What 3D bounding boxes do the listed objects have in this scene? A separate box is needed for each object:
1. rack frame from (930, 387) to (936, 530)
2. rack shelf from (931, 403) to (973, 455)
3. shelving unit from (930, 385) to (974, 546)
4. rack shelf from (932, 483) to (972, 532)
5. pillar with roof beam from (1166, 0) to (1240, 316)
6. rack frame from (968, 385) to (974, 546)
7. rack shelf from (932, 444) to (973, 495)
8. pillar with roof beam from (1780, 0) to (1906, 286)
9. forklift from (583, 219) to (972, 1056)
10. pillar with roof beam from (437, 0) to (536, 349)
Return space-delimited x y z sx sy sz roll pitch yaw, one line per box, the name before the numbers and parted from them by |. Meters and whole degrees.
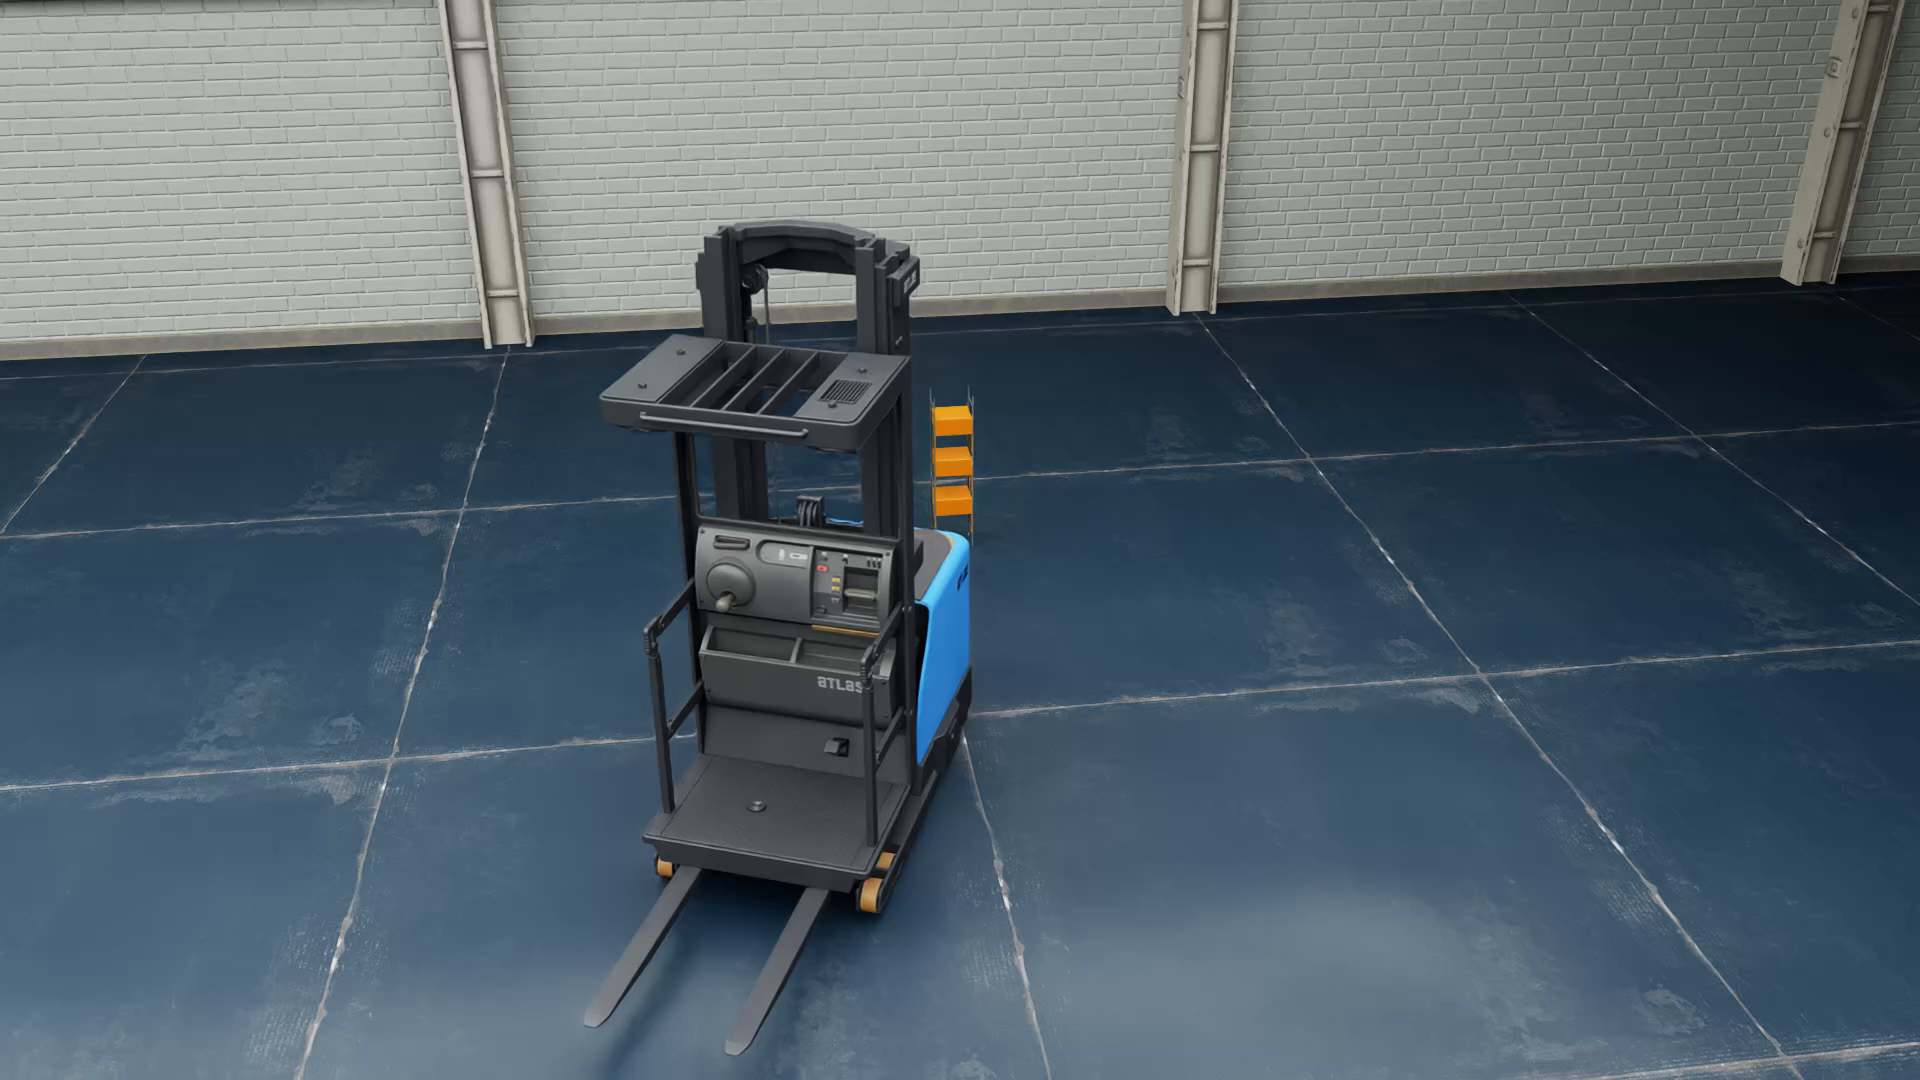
rack frame | -0.174 -0.456 10.691 0.008 1.050 0.200 -4 27 -7
rack shelf | -0.053 -0.707 10.581 0.240 0.259 0.215 -4 27 -7
shelving unit | -0.053 -0.464 10.706 0.252 1.050 0.215 -4 27 -7
rack shelf | -0.053 -0.207 10.838 0.240 0.259 0.215 -4 27 -7
pillar with roof beam | 2.682 -4.146 9.176 0.400 9.000 9.100 -4 27 -7
rack frame | 0.068 -0.471 10.721 0.008 1.050 0.200 -4 27 -7
rack shelf | -0.053 -0.454 10.711 0.240 0.259 0.215 -4 27 -7
pillar with roof beam | 8.624 -4.528 9.919 0.400 9.000 9.100 -4 27 -7
forklift | -0.806 0.210 7.332 1.130 2.935 3.031 7 28 13
pillar with roof beam | -3.259 -3.764 8.432 0.400 9.000 9.100 -4 27 -7
